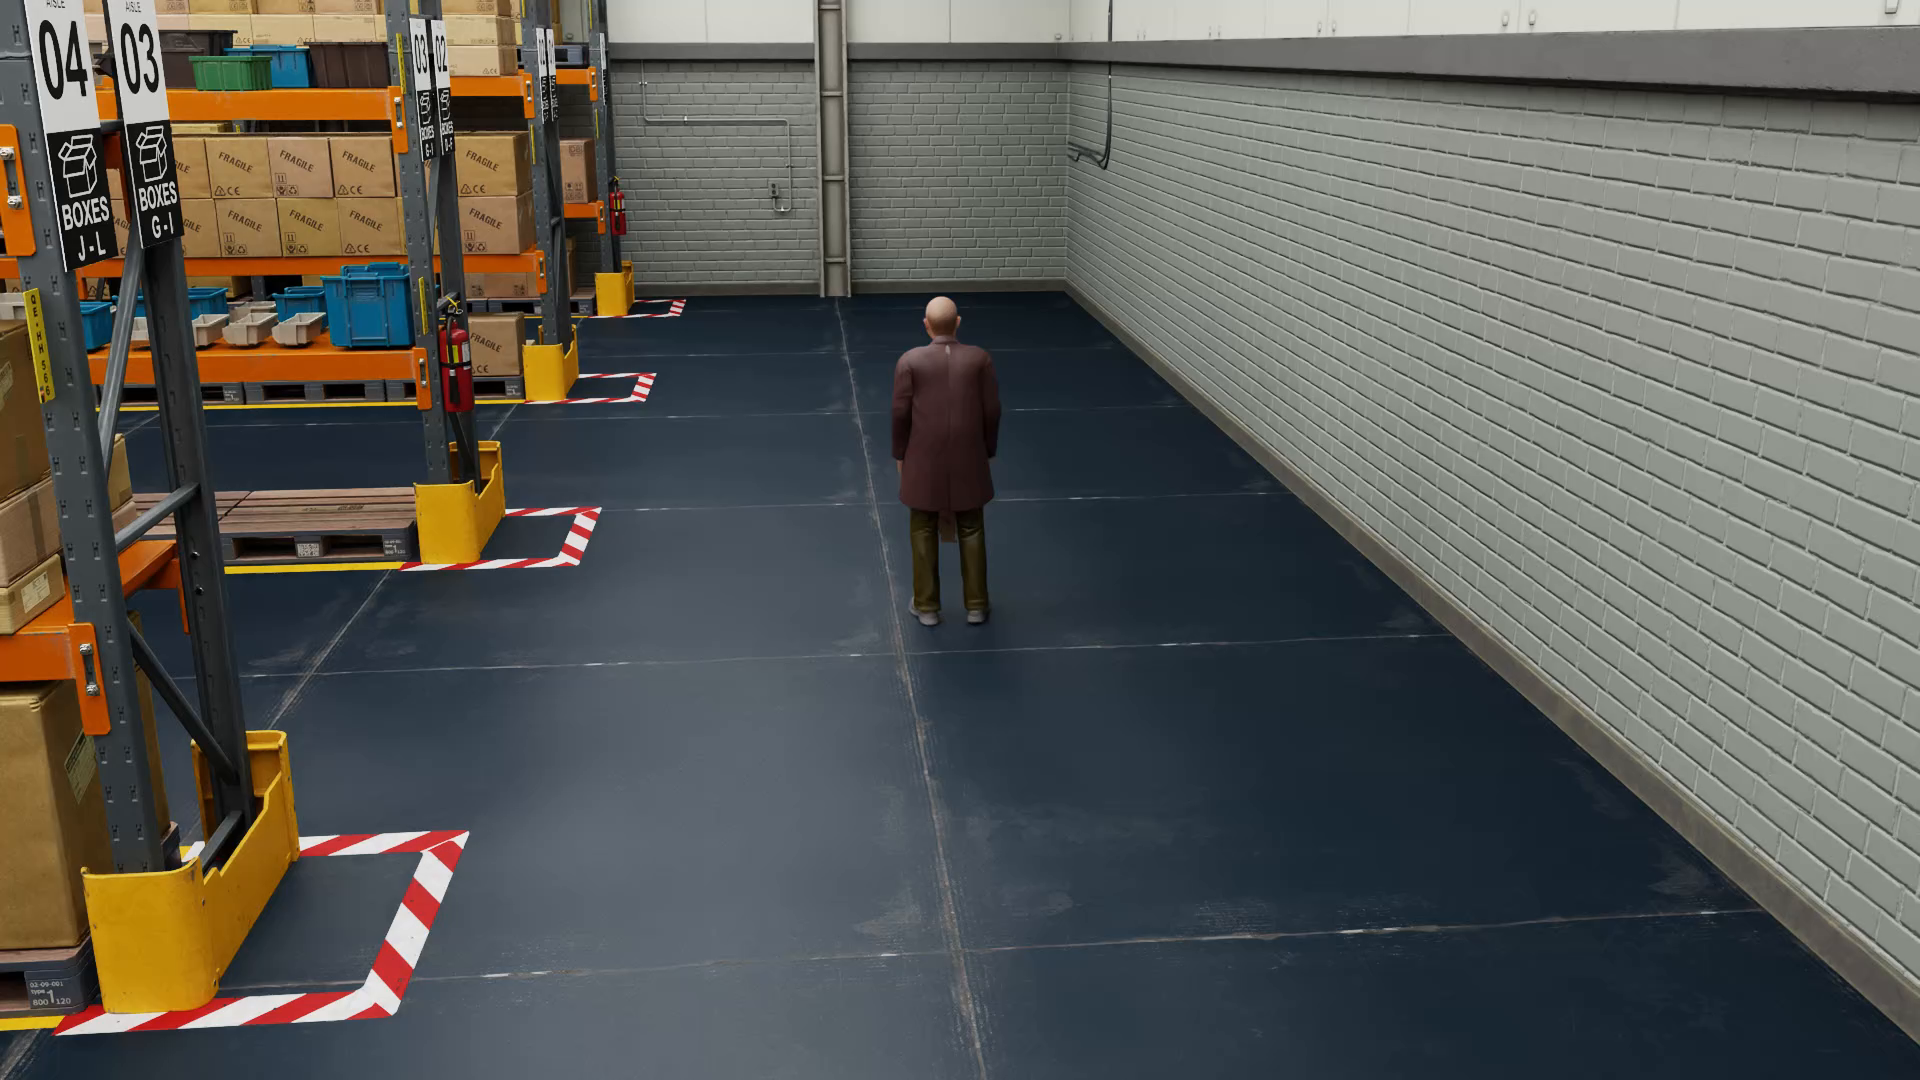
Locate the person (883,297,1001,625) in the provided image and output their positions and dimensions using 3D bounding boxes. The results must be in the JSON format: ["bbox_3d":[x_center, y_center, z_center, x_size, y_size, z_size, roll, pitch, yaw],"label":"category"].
[{"bbox_3d":[-0.096,-0.421,8.991,0.649,1.772,0.429,-3,17,-9],"label":"person"}]
